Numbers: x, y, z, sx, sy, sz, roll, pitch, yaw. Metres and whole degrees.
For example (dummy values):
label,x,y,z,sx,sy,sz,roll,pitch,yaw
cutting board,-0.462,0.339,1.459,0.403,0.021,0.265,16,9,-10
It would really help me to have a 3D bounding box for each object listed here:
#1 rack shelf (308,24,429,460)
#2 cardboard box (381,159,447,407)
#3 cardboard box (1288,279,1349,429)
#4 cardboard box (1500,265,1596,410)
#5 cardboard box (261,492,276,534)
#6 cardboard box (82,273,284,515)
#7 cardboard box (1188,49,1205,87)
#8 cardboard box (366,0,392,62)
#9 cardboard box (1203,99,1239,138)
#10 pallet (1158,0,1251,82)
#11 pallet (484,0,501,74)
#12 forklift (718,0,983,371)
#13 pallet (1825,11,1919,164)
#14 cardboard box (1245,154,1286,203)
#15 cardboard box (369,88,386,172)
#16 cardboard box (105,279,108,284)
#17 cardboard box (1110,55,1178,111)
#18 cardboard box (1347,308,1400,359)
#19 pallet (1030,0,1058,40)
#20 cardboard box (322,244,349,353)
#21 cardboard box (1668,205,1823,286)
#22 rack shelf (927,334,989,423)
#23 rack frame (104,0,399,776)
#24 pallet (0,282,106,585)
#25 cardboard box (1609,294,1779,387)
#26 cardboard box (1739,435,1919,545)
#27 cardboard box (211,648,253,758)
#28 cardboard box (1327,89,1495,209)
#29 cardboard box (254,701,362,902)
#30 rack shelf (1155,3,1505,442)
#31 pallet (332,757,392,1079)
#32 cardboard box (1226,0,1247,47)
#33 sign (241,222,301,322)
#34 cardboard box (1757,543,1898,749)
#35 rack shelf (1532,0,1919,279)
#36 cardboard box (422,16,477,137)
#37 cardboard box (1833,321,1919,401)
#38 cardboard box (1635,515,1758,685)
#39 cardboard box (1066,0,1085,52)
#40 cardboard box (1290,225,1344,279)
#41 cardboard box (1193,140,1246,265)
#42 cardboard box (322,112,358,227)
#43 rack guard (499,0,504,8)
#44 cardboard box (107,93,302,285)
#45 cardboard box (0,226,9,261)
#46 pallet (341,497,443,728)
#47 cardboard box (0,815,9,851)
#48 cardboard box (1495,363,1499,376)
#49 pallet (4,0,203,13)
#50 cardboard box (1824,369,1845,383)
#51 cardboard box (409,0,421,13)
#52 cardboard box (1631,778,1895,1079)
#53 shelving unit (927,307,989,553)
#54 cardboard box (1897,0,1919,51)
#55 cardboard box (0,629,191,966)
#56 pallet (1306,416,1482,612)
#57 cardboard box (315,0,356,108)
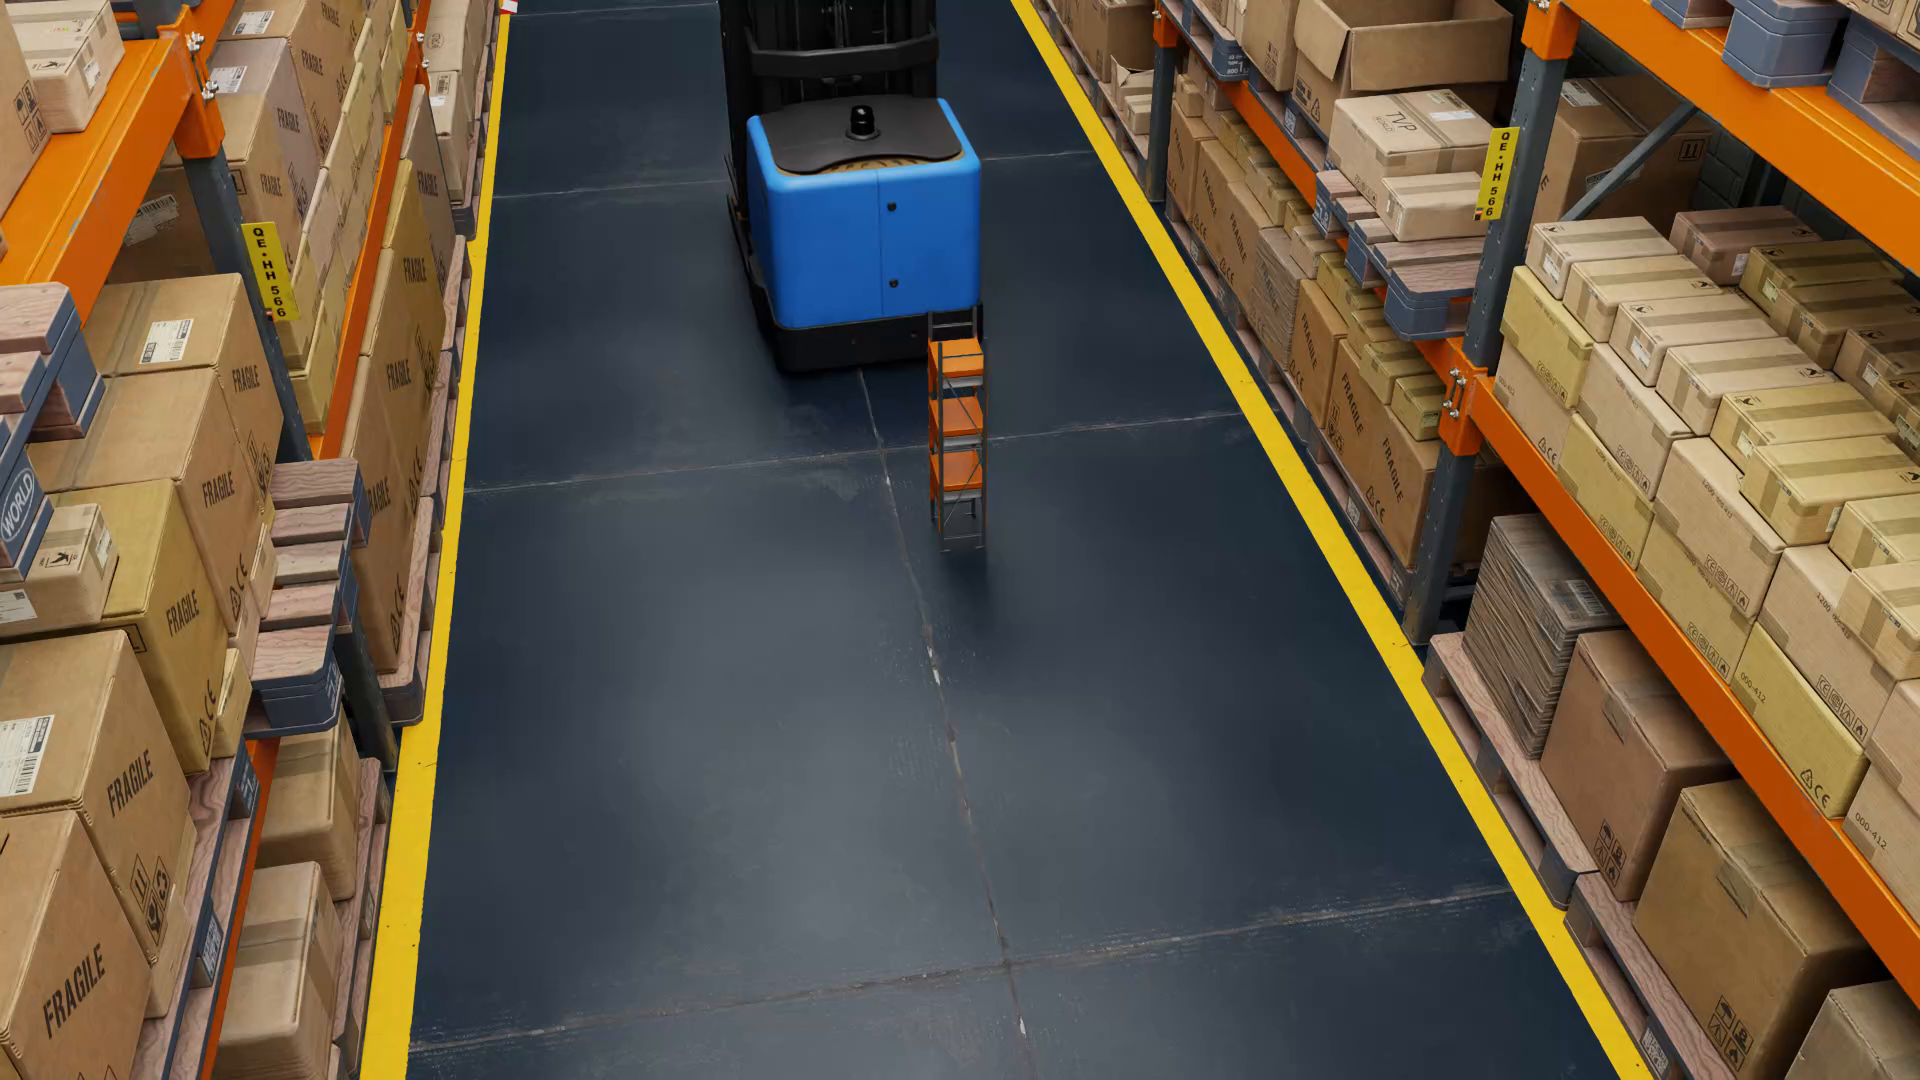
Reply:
label,x,y,z,sx,sy,sz,roll,pitch,yaw
rack shelf,-2.936,-1.229,6.973,1.077,0.370,4.000,-6,38,-8
cardboard box,-2.933,-1.137,7.658,0.875,0.875,0.875,-5,38,-7
cardboard box,1.844,-0.871,7.621,0.500,0.500,0.500,-5,38,-6
cardboard box,2.114,-0.682,5.398,0.500,0.250,0.500,-6,38,-8
cardboard box,-2.178,-0.044,4.725,0.380,0.149,0.250,-6,38,-7
cardboard box,-2.232,-0.383,4.631,0.500,0.500,0.500,-7,38,-9
cardboard box,1.461,-2.570,9.038,0.380,0.149,0.250,-7,38,-9
cardboard box,-2.875,-2.318,7.503,0.500,0.250,0.500,-5,38,-7
cardboard box,1.526,-2.287,8.916,0.380,0.149,0.250,-7,38,-9
pallet,1.633,-2.687,8.420,1.003,0.211,1.213,-6,38,-8
pallet,-3.770,-3.561,11.662,1.003,0.211,1.213,-6,38,-8
forklift,-0.718,-2.896,8.589,1.130,2.935,3.031,-8,39,-10
pallet,2.707,-0.875,3.641,1.003,0.211,1.213,-5,38,-6
cardboard box,1.650,-1.815,8.307,0.380,0.149,0.250,-6,38,-8
cardboard box,-2.802,-1.803,7.248,0.500,0.250,0.500,-7,38,-9
cardboard box,-2.933,-1.023,5.226,0.500,0.500,0.500,-7,38,-9
cardboard box,1.150,-2.864,10.377,0.396,0.266,0.258,-5,38,-6
cardboard box,1.884,-0.872,7.094,0.380,0.149,0.250,-7,38,-9
pallet,1.053,-4.044,12.284,1.003,0.211,1.213,-6,38,-8
cardboard box,-2.530,-0.876,6.055,0.500,0.250,0.500,-7,38,-9
cardboard box,2.557,-0.962,5.433,0.380,0.149,0.250,-5,38,-6
rack shelf,-0.009,-0.663,6.802,0.215,0.259,0.240,-6,38,-8
rack frame,-2.585,-0.305,5.197,1.000,3.000,0.127,-6,38,-8
pallet,-2.072,-0.009,2.525,1.213,0.211,1.003,-6,38,-8
cardboard box,2.185,-0.599,4.965,0.380,0.149,0.250,-5,38,-7
cardboard box,2.304,-0.134,4.367,0.380,0.149,0.250,-5,38,-7
cardboard box,-1.991,0.421,4.126,0.380,0.149,0.250,-6,38,-7
cardboard box,1.798,-1.550,6.580,0.500,0.250,0.500,-8,39,-10
cardboard box,-2.496,0.910,5.434,0.950,0.372,0.625,-9,39,-11
rack shelf,1.951,-1.765,7.663,1.077,0.370,4.000,-6,38,-8
pallet,-2.449,1.269,5.445,1.003,0.211,1.213,-6,38,-8
cardboard box,1.466,-2.489,7.776,0.396,0.266,0.258,-4,38,-6
sign,-2.052,-0.795,4.949,0.100,0.325,0.005,-6,38,-8
cardboard box,2.414,0.242,4.209,0.500,0.250,0.500,-6,38,-7
rack shelf,2.652,-0.533,3.633,1.077,0.370,4.000,-6,38,-8
cardboard box,-3.448,-2.806,10.163,0.875,0.438,0.875,-7,38,-9
cardboard box,2.810,-0.512,4.854,0.380,0.149,0.250,-7,38,-9
cardboard box,2.319,0.127,4.763,0.500,0.250,0.500,-7,38,-9
cardboard box,1.018,-3.621,11.162,0.500,0.500,0.500,-6,38,-7
cardboard box,1.760,-1.351,7.710,0.380,0.149,0.250,-8,39,-10
cardboard box,1.566,-1.799,8.815,0.500,0.500,0.500,-7,38,-9
cardboard box,-2.595,-1.390,6.309,0.500,0.250,0.500,-6,38,-8
rack guard,-3.992,-4.164,12.202,1.175,0.500,0.348,-6,38,-8
cardboard box,-2.431,-1.063,5.277,0.500,0.500,0.500,-7,38,-9
cardboard box,-2.289,-0.612,3.063,0.797,0.503,0.637,-6,38,-8
pallet,-2.649,0.312,6.676,1.003,0.211,1.213,-6,38,-8
cardboard box,-1.910,0.565,2.883,0.380,0.149,0.250,-4,38,-5
cardboard box,2.437,-0.603,7.276,0.500,0.500,0.500,-6,38,-8
pallet,-2.750,-1.798,4.828,1.213,0.211,1.003,-5,38,-6
cardboard box,2.745,-0.429,5.072,0.500,0.250,0.500,-6,38,-8
cardboard box,-3.111,-3.072,8.677,0.500,0.500,0.500,-5,38,-6
cardboard box,2.638,1.110,4.970,0.875,0.625,0.625,-8,39,-10
shelving unit,-0.009,-0.447,6.969,0.215,1.050,0.252,-6,38,-8
cardboard box,2.367,-1.192,3.389,0.500,0.500,0.500,-5,38,-7
cardboard box,-1.946,0.563,3.414,0.500,0.500,0.500,-8,39,-10
pallet,2.208,-0.195,7.328,1.003,0.211,1.213,-6,38,-8
cardboard box,-2.688,-1.981,6.459,0.500,0.500,0.500,-6,38,-7
